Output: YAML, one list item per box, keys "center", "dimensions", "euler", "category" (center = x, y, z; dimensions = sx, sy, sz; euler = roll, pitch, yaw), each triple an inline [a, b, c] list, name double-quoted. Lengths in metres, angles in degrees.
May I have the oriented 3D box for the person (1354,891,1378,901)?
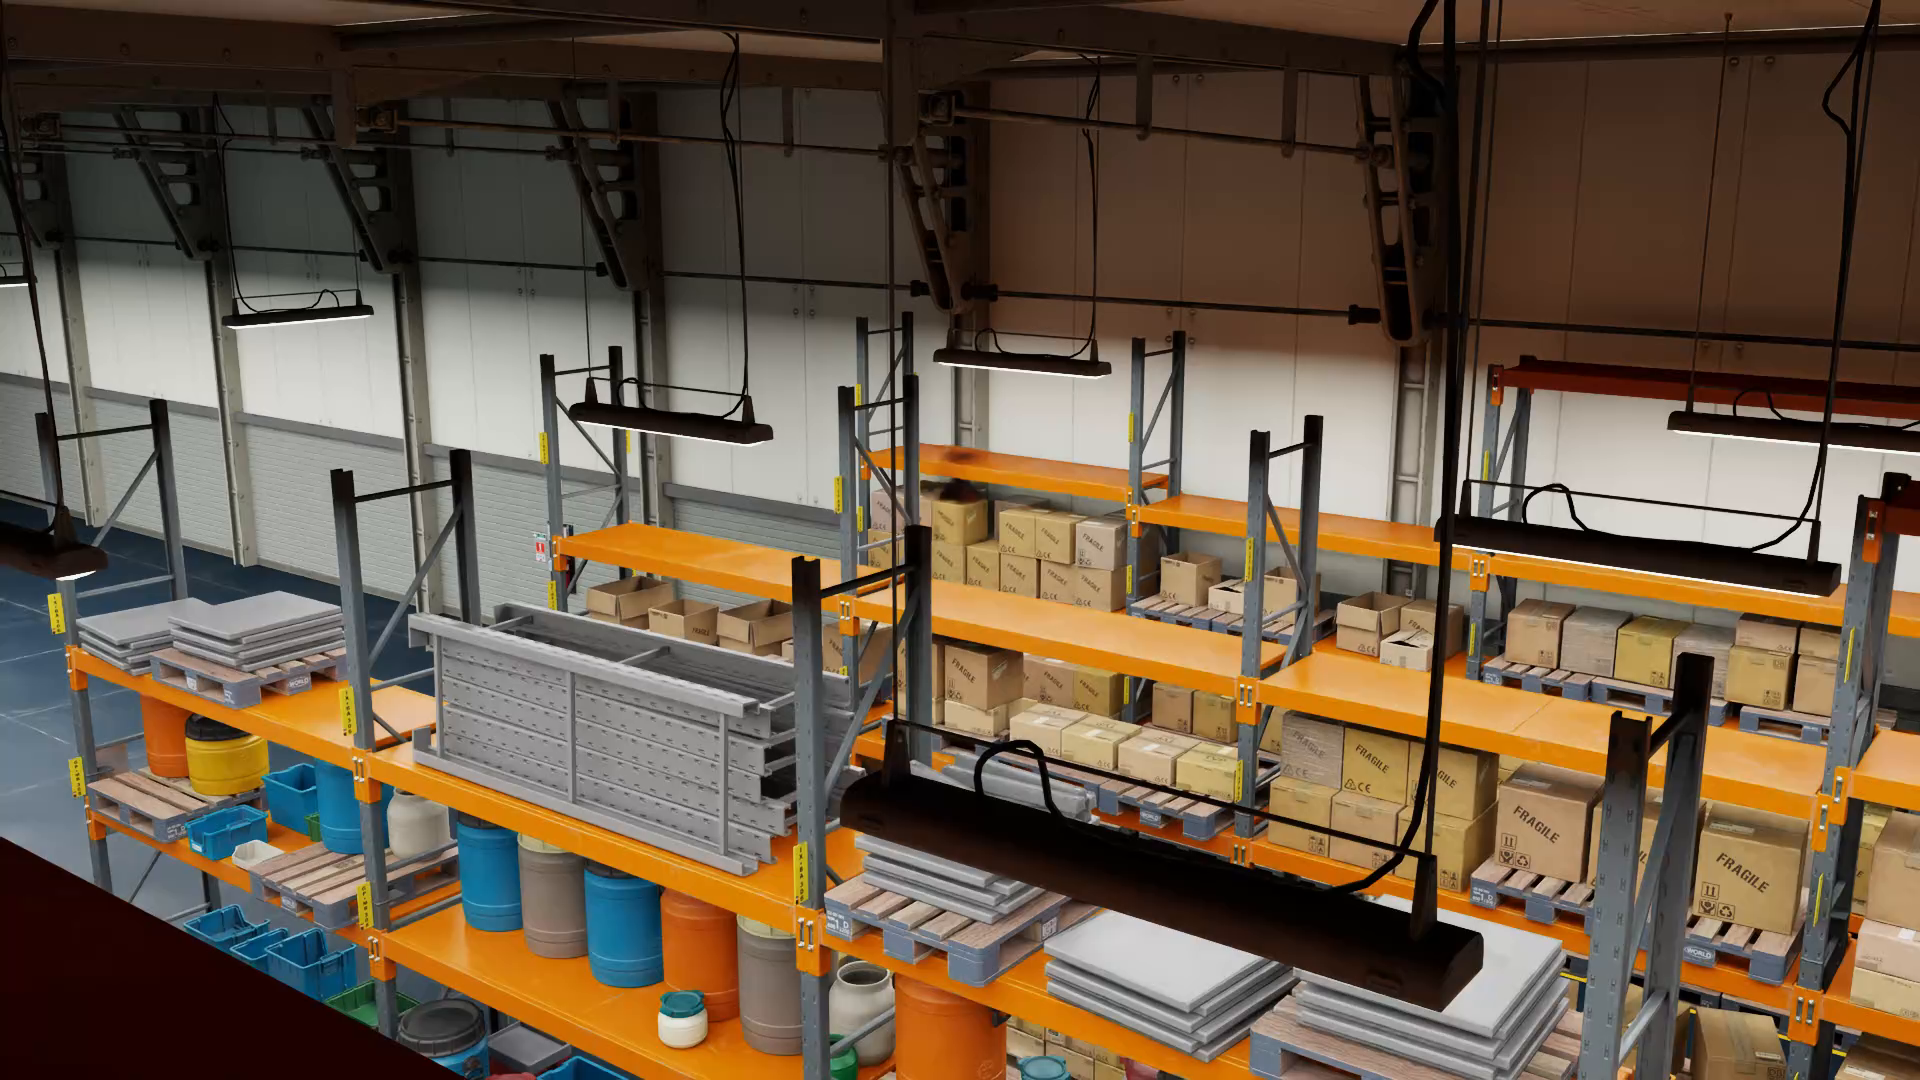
- center: [3.959, 3.686, 15.888]
  dimensions: [0.516, 1.557, 0.432]
  euler: [8, 15, 30]
  category: "person"
